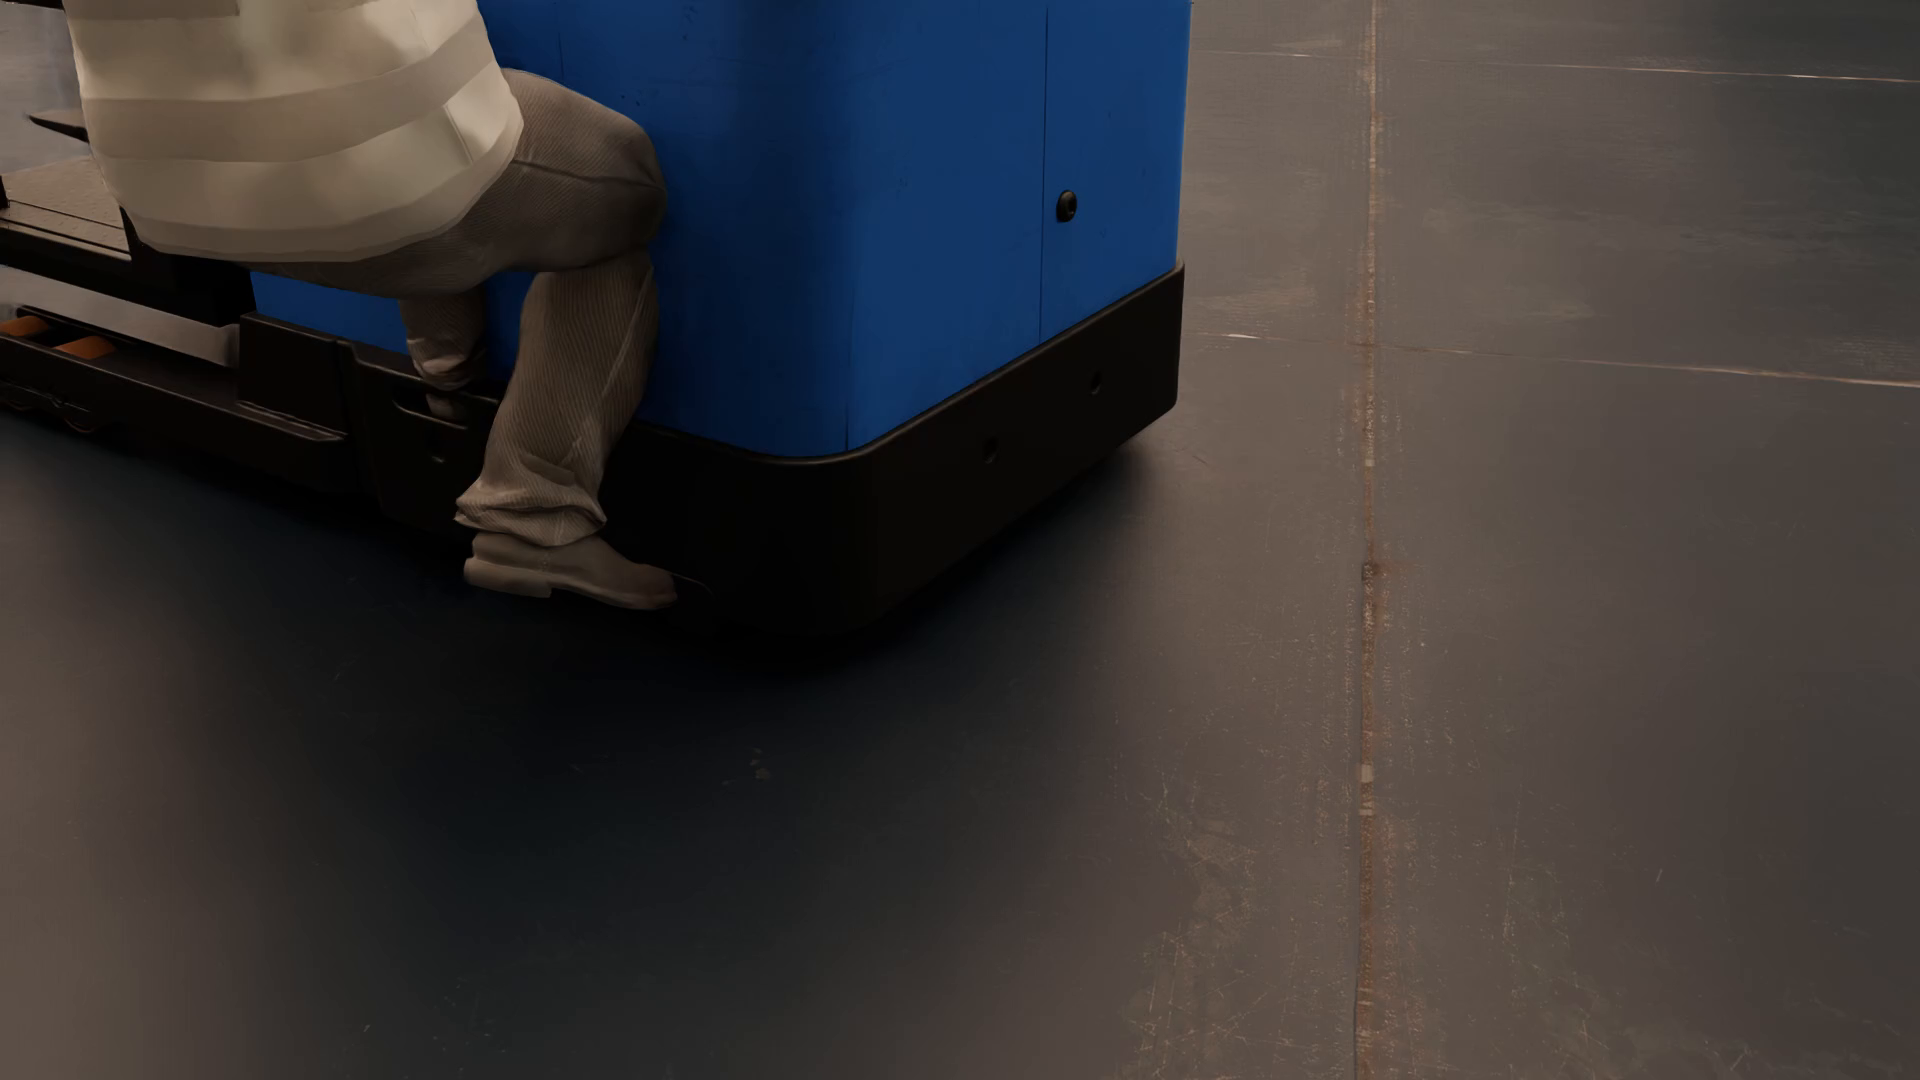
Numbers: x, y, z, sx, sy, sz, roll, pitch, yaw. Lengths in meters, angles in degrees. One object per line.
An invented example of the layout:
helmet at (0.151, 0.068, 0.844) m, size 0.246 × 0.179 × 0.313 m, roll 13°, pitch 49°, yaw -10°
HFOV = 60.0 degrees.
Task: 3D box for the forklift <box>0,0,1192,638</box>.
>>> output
forklift at (-1.150, -1.671, 2.559) m, size 3.031 × 2.935 × 1.130 m, roll 16°, pitch 31°, yaw 29°

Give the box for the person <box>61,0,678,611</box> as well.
person at (-0.592, -0.582, 1.852) m, size 1.186 × 1.500 × 0.842 m, roll 9°, pitch 28°, yaw 17°
